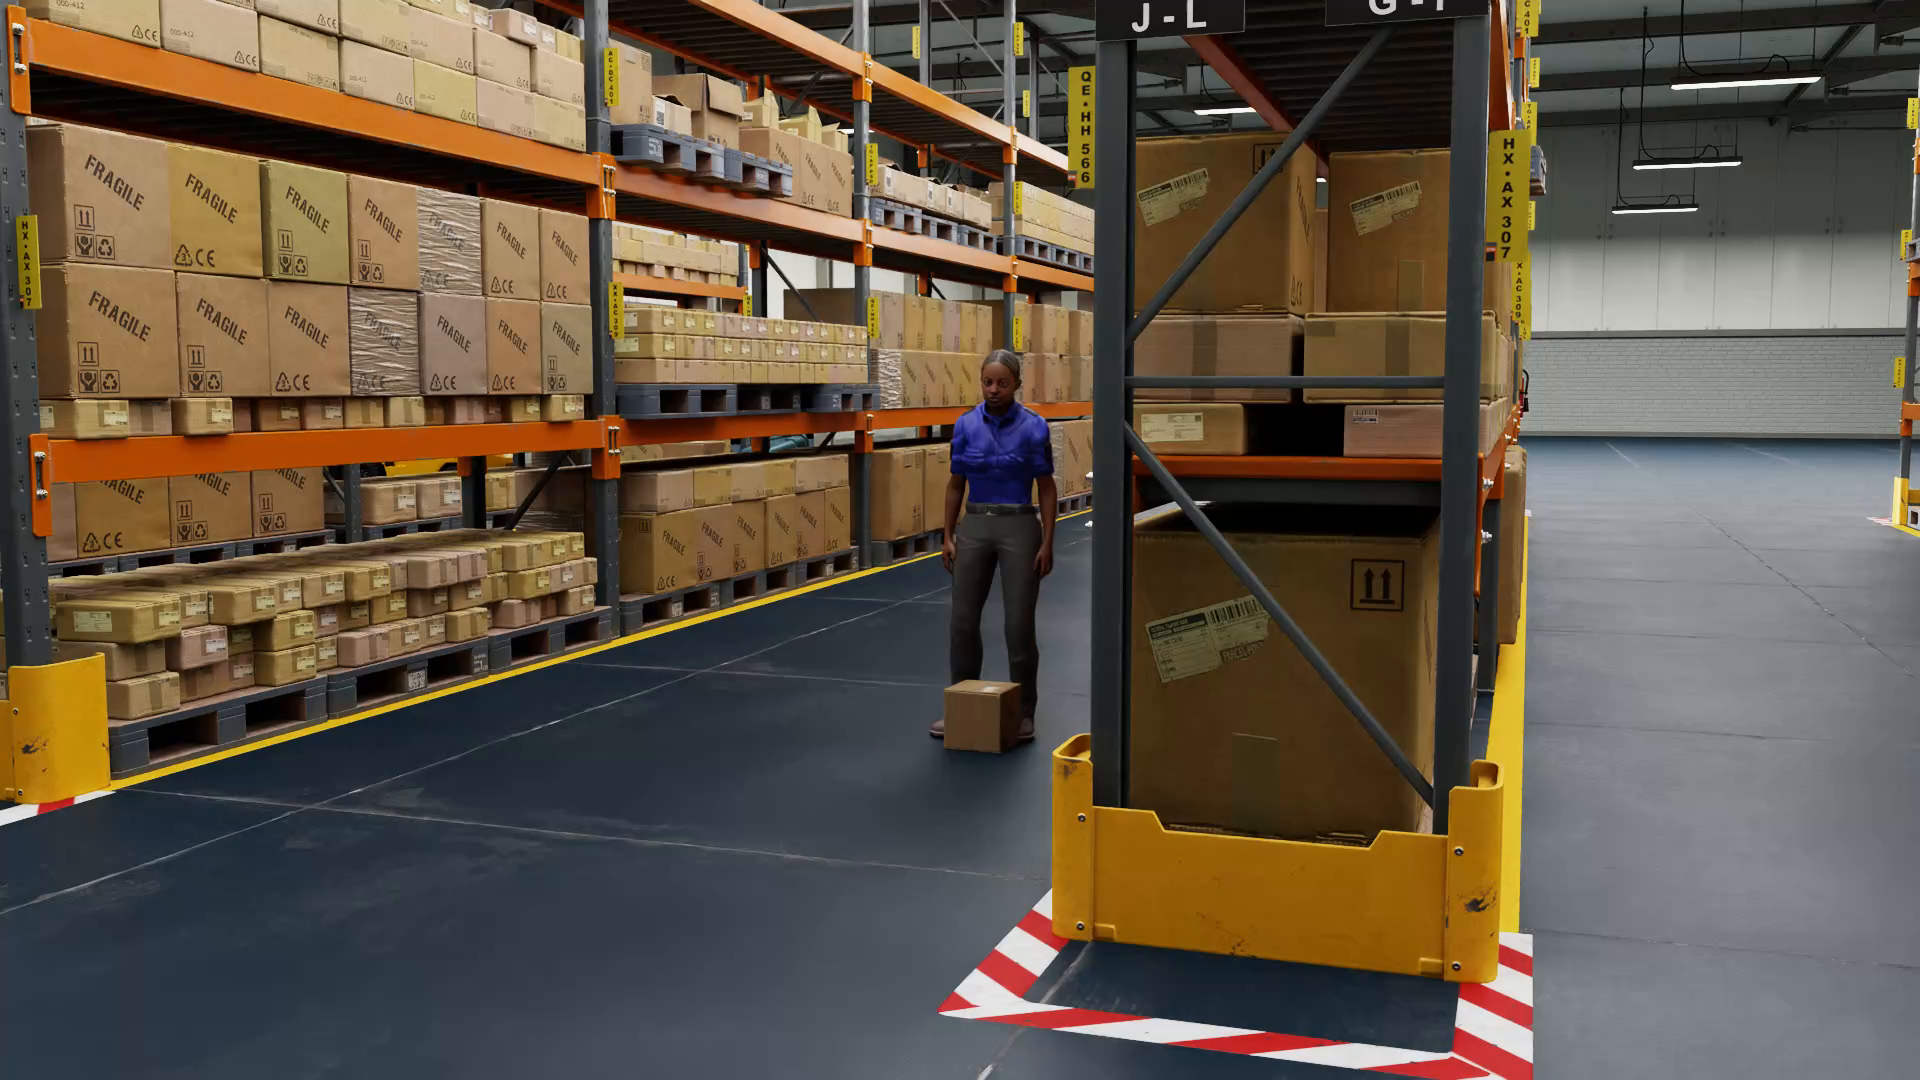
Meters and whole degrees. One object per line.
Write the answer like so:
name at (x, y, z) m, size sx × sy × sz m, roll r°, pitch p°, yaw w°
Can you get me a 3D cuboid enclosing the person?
person at (0.151, 0.016, 7.113) m, size 0.521 × 1.653 × 0.349 m, roll 1°, pitch 6°, yaw 16°
